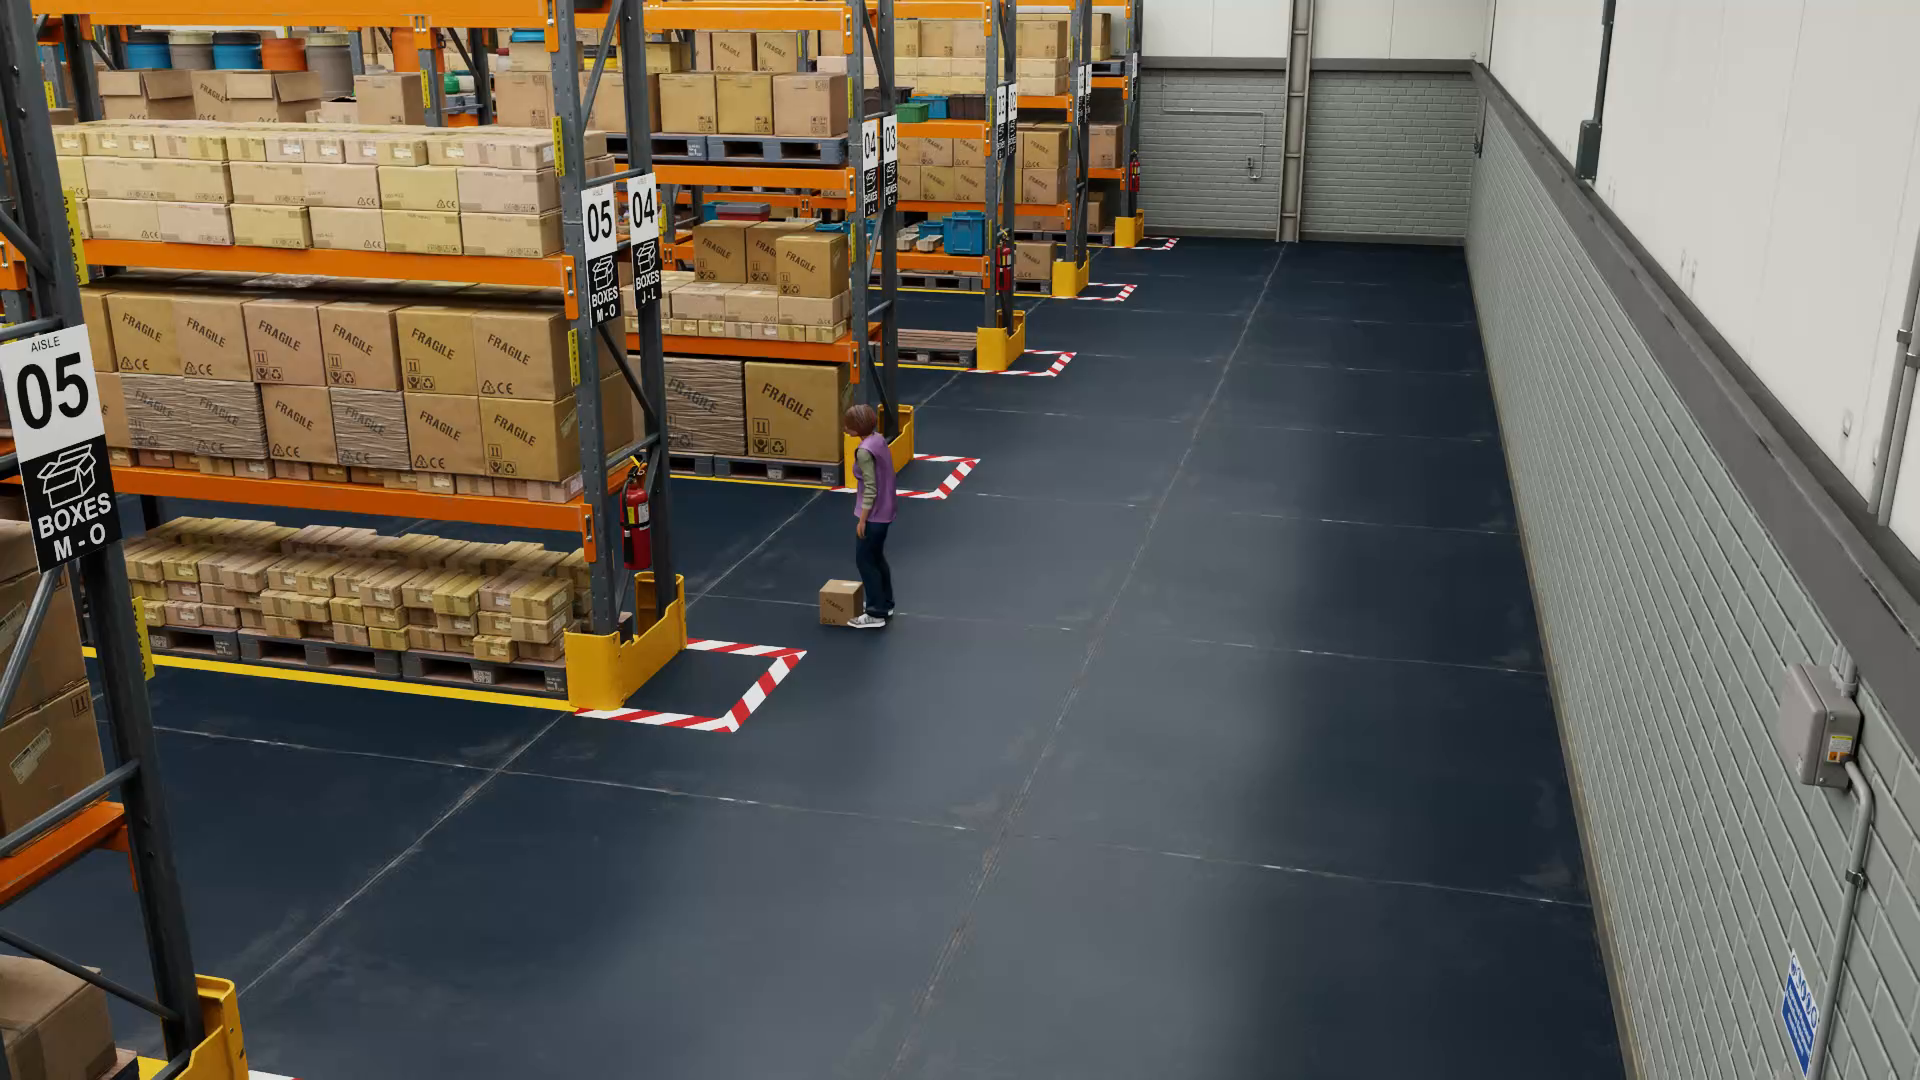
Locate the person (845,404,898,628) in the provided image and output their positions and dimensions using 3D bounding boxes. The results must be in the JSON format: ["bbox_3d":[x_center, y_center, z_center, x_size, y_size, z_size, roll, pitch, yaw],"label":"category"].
[{"bbox_3d":[-0.609,-0.174,11.595,0.344,1.593,0.465,4,19,11],"label":"person"}]
